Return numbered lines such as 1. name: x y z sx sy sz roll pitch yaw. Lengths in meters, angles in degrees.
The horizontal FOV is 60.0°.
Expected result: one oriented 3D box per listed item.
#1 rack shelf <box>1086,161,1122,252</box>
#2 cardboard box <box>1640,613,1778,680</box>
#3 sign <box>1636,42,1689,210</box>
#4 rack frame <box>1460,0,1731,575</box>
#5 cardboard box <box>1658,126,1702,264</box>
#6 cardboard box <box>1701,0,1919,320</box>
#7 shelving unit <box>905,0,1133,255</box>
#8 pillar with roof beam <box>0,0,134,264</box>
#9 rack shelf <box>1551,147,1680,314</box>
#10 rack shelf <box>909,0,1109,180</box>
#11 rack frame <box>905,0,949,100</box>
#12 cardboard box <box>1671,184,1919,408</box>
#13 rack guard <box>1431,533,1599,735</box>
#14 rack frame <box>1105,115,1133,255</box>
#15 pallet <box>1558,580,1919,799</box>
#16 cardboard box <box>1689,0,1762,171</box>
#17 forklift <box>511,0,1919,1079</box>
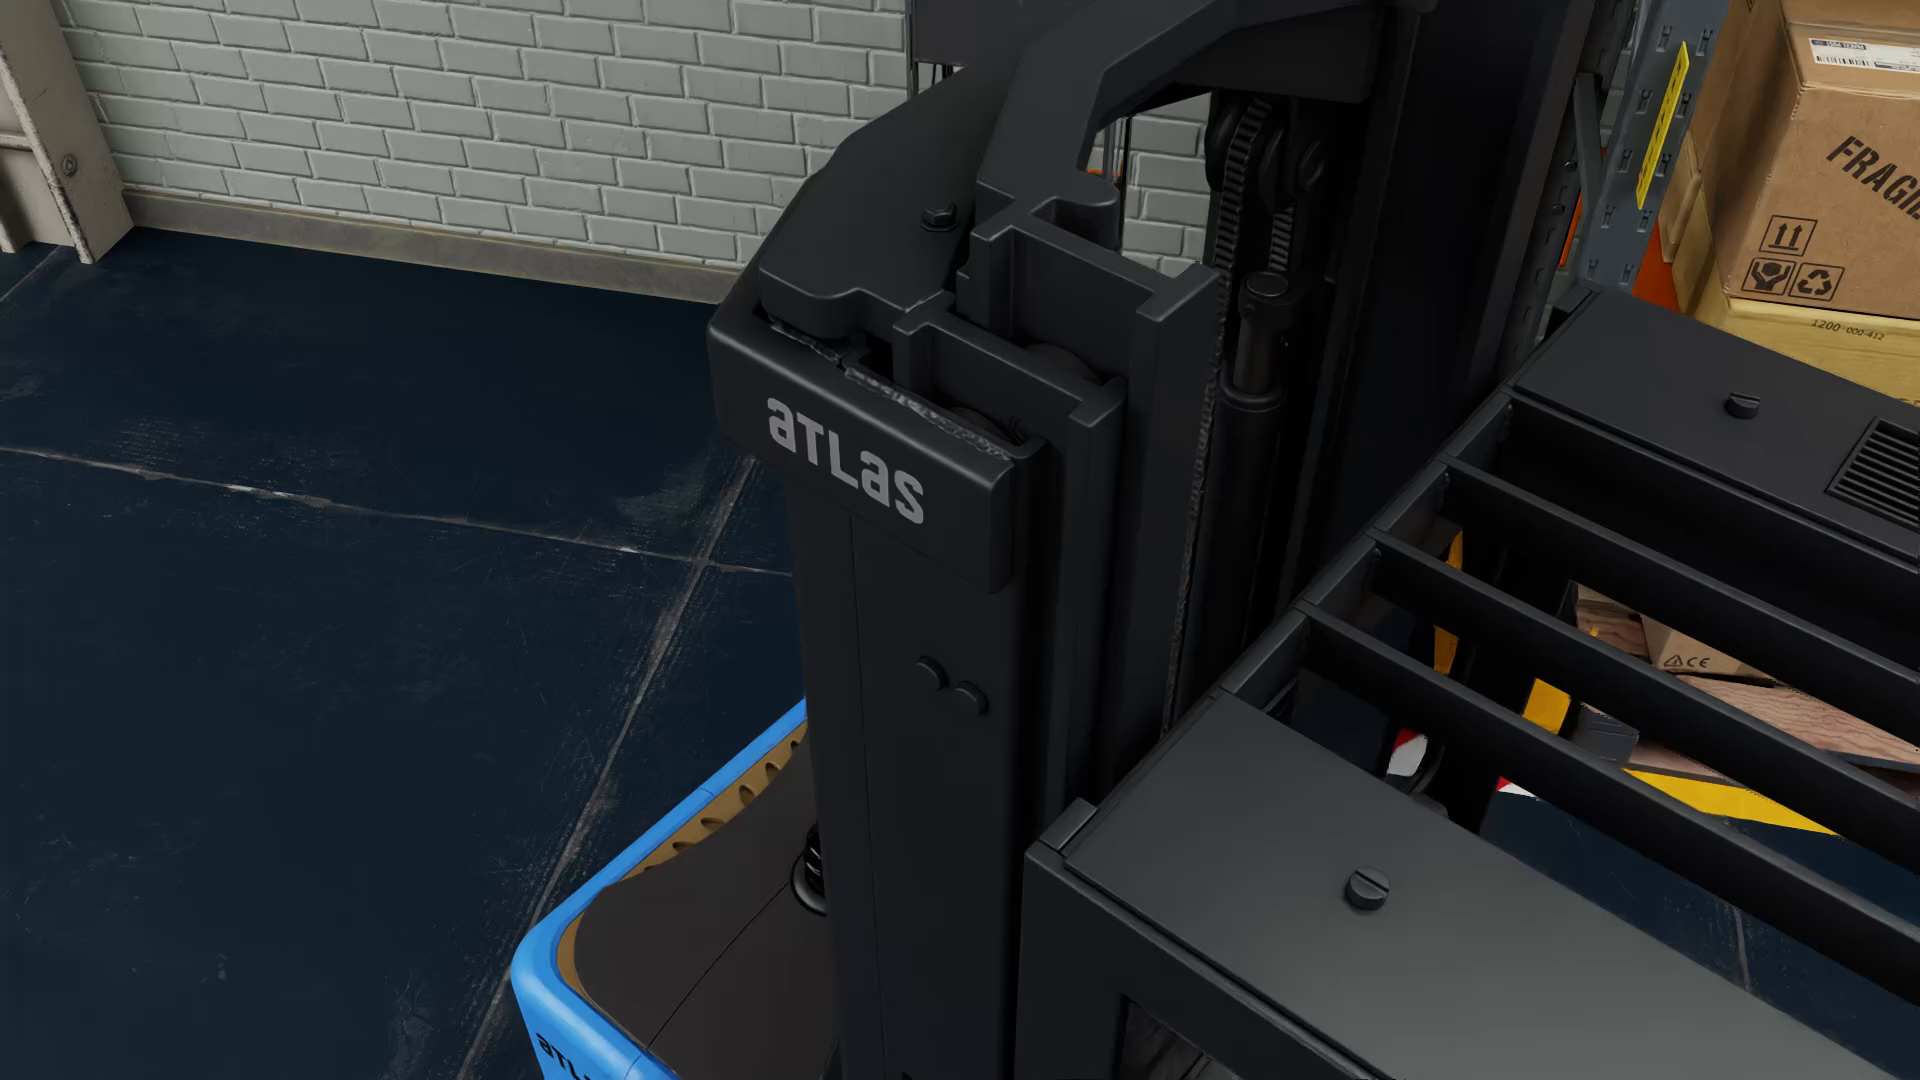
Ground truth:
1. rack shelf: 0.162 -0.722 4.505 0.480 0.518 0.431 9 45 9
2. cardboard box: 2.173 0.097 4.608 0.500 0.311 0.500 4 44 4
3. sign: 1.399 -0.824 3.319 0.005 0.325 0.100 9 45 9
4. rack frame: 1.518 -0.879 4.000 0.127 3.000 1.000 9 45 9
5. cardboard box: 2.016 -0.893 4.108 0.500 0.250 0.500 9 45 10
6. cardboard box: 1.918 -0.827 3.499 0.500 0.500 0.500 9 45 9
7. shelving unit: 0.162 -0.731 4.496 0.503 2.100 0.431 9 45 9
8. pillar with roof beam: -4.406 -1.515 0.335 0.400 9.000 9.100 9 45 9
9. rack shelf: 3.469 -0.317 3.935 4.000 0.370 1.077 9 45 9
10. rack shelf: 0.162 -1.226 4.020 0.480 0.518 0.431 9 45 9
11. rack frame: -0.077 -0.768 4.534 0.015 2.100 0.400 9 45 9
12. cardboard box: 1.925 -0.544 3.746 0.500 0.250 0.500 8 44 8
13. rack guard: 1.592 0.033 4.855 0.348 0.500 1.175 9 45 9
14. rack frame: 0.400 -0.694 4.457 0.015 2.100 0.400 9 45 9
15. pallet: 2.377 0.284 4.803 1.213 0.211 1.003 9 45 9
16. cardboard box: 2.024 -1.175 3.861 0.500 0.500 0.500 8 45 9
17. forklift: 0.637 0.848 2.256 3.031 2.935 1.130 30 51 27
